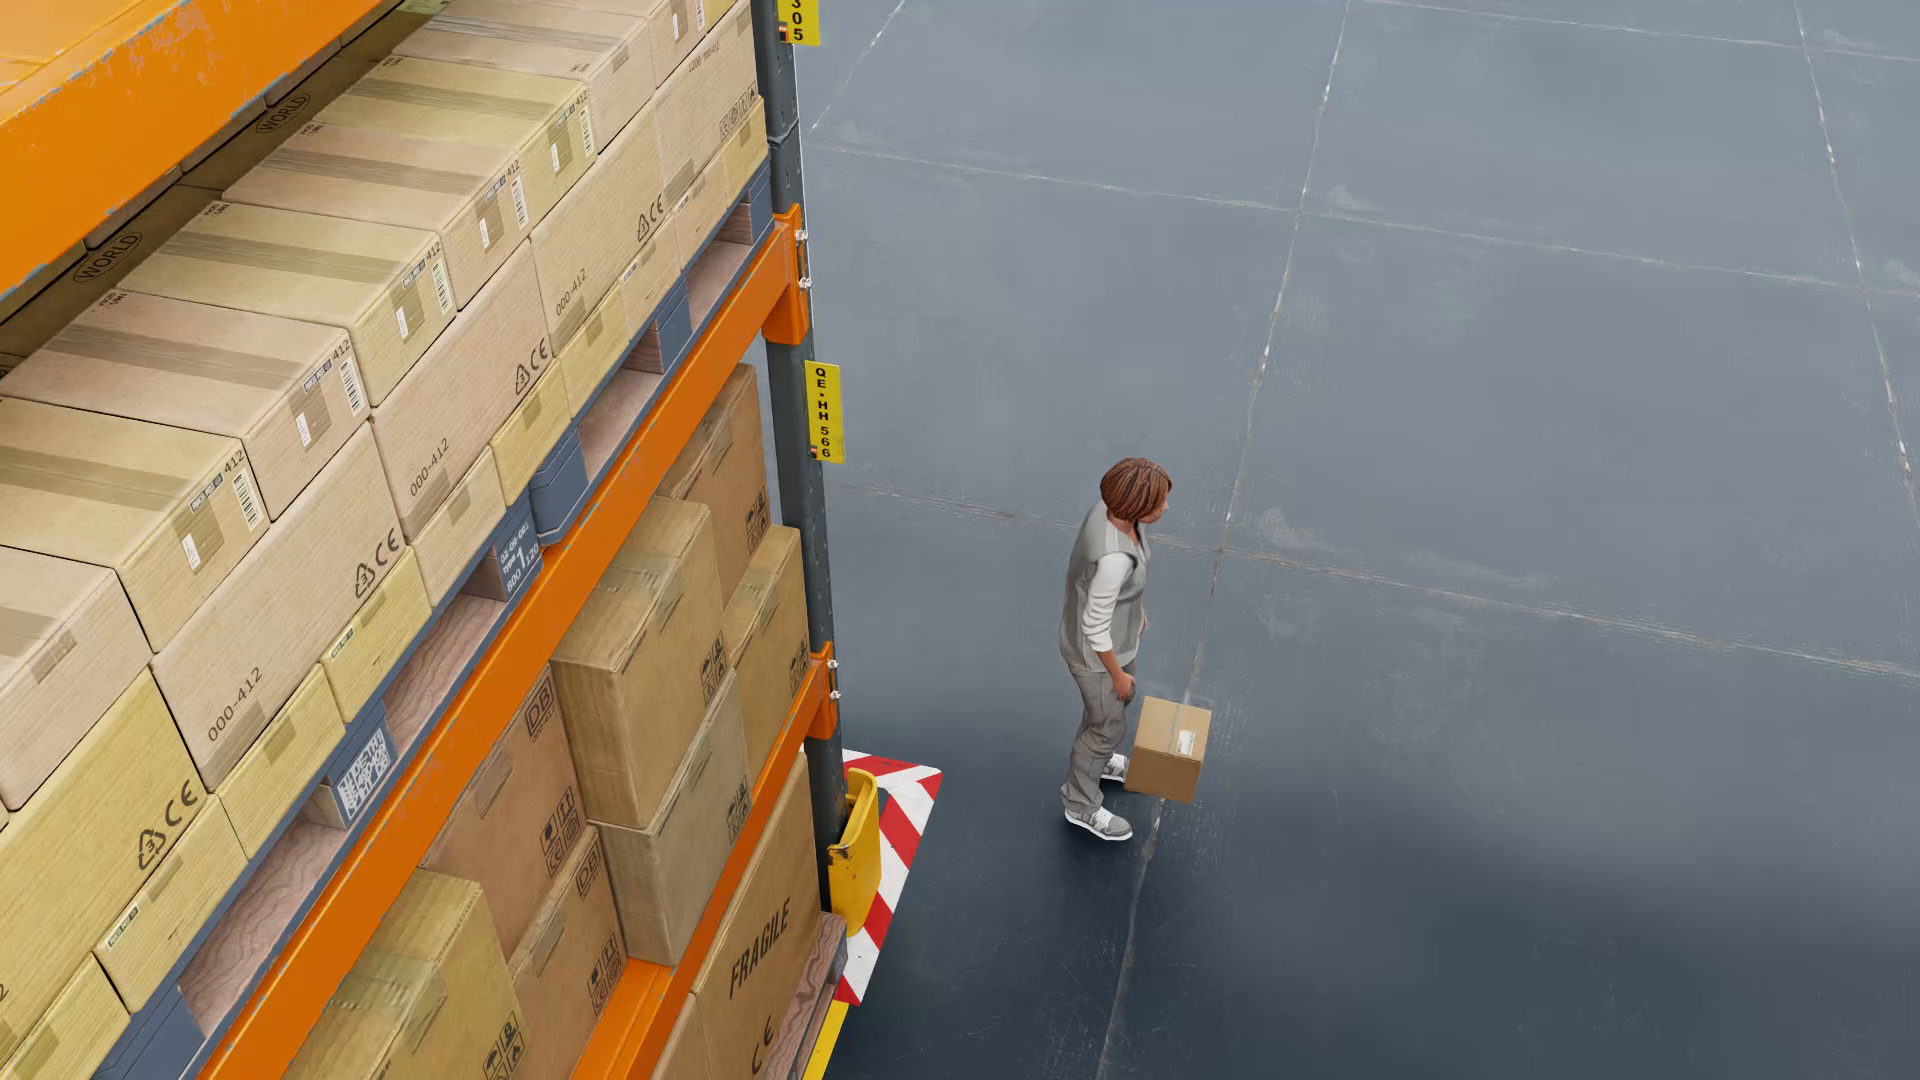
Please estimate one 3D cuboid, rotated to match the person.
[{"bbox_3d":[0.517,0.358,5.770,0.342,1.584,0.456,9,42,10],"label":"person"}]
